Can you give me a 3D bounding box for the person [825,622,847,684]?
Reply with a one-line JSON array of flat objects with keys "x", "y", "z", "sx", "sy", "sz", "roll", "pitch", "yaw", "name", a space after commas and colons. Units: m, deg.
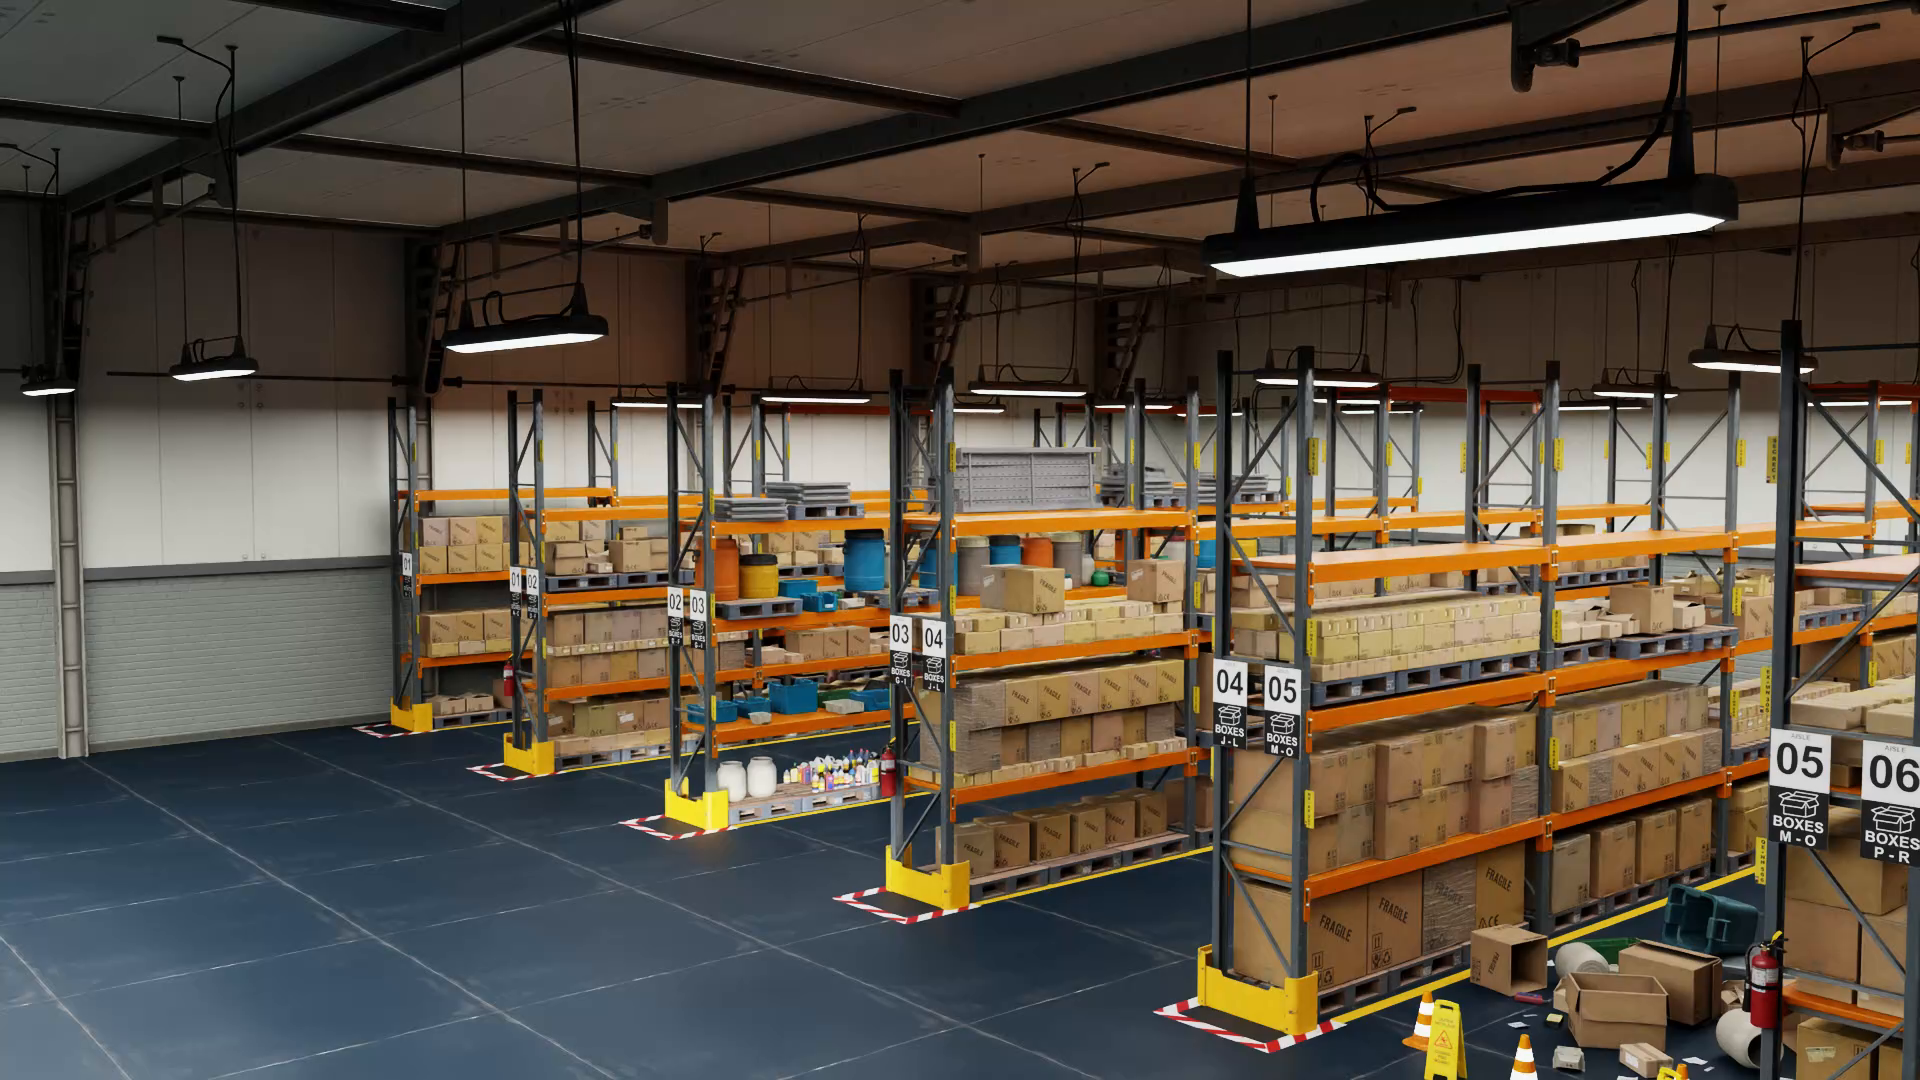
[{"x": -2.554, "y": 2.413, "z": 33.012, "sx": 0.451, "sy": 1.607, "sz": 1.009, "roll": 2, "pitch": 4, "yaw": 35, "name": "person"}]
